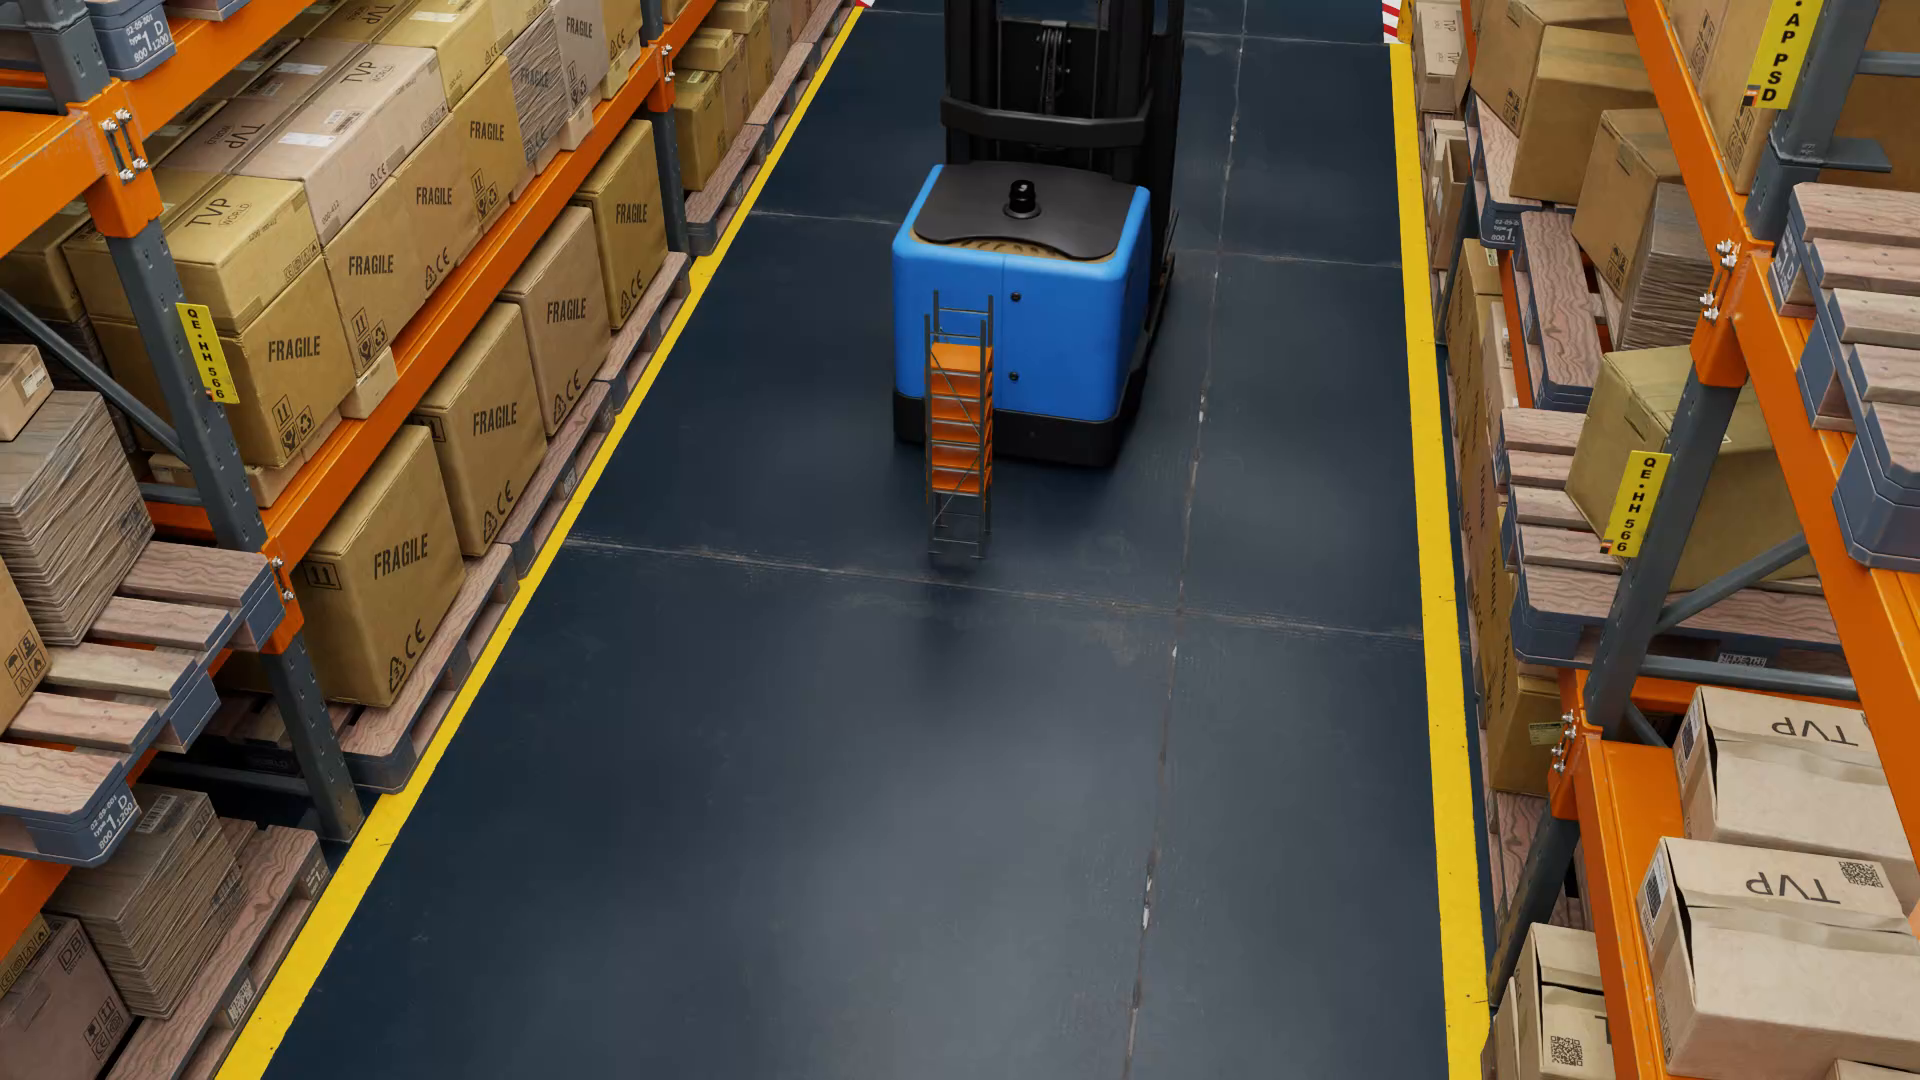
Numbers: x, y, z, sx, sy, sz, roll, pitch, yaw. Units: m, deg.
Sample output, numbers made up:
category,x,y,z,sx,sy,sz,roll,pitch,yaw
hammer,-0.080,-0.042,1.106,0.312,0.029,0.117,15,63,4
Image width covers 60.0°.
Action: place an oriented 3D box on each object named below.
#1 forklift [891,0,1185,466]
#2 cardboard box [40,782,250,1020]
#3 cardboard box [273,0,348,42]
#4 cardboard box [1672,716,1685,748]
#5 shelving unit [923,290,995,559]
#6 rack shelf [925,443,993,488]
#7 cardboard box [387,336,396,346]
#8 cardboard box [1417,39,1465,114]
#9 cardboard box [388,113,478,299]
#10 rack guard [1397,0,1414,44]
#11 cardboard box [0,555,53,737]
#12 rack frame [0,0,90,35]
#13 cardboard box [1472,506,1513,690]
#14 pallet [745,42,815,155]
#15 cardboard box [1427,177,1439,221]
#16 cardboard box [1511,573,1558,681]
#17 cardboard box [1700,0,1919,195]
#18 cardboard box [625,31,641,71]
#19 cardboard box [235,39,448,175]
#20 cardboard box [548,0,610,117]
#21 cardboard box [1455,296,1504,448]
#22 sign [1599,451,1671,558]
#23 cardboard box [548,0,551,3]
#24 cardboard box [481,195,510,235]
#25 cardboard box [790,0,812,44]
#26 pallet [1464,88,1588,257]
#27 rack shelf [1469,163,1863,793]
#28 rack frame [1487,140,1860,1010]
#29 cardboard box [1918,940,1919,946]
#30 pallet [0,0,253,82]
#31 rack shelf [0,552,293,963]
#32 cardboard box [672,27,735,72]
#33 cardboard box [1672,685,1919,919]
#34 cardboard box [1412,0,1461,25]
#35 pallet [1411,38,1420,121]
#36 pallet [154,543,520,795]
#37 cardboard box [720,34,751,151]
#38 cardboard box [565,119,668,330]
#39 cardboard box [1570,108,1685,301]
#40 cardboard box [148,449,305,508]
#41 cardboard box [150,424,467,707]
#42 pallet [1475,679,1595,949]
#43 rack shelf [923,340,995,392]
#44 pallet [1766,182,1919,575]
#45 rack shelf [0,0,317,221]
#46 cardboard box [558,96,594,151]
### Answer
category,x,y,z,sx,sy,sz,roll,pitch,yaw
forklift,0.528,-2.410,7.865,1.130,2.935,3.031,9,40,10
cardboard box,-2.729,1.091,5.193,0.700,0.500,0.500,7,40,8
cardboard box,-2.560,-1.890,6.265,0.500,0.250,0.500,6,40,7
cardboard box,2.584,0.923,5.396,0.500,0.500,0.500,8,40,10
shelving unit,-0.002,-0.453,6.857,0.258,1.200,0.189,6,40,8
rack shelf,-0.002,-0.327,6.961,0.258,0.103,0.180,6,40,8
cardboard box,-2.267,-0.739,5.971,0.380,0.149,0.250,6,40,7
cardboard box,3.062,-2.810,10.107,0.500,0.250,0.500,6,40,8
cardboard box,-2.133,-1.237,6.065,0.500,0.500,0.500,6,40,7
rack guard,3.595,-3.626,11.244,1.175,0.500,0.348,6,40,8
cardboard box,-2.797,0.281,4.132,0.700,0.500,0.500,3,40,3
rack frame,-2.656,-2.473,3.179,1.000,3.000,0.127,6,40,8
cardboard box,2.244,0.239,6.223,0.500,0.500,0.500,5,40,6
pallet,-1.546,-2.833,10.511,1.003,0.211,1.213,6,40,8
cardboard box,2.741,-1.829,9.000,0.380,0.149,0.250,6,40,8
cardboard box,2.160,0.239,5.634,0.500,0.250,0.500,8,40,9
cardboard box,2.266,-1.089,3.781,0.910,0.500,0.500,6,40,8
cardboard box,-1.743,-2.339,7.906,0.380,0.149,0.250,7,40,8
cardboard box,-2.148,-1.519,5.817,0.500,0.250,0.500,7,40,8
cardboard box,-1.874,-2.193,7.221,0.500,0.500,0.500,7,40,8
cardboard box,2.511,-0.721,7.384,0.500,0.500,0.500,7,40,8
sign,1.688,-0.086,4.154,0.100,0.325,0.005,6,40,8
cardboard box,-1.890,-2.480,6.979,0.500,0.250,0.500,7,40,9
cardboard box,-2.063,-1.381,6.747,0.380,0.149,0.250,8,40,9
cardboard box,-1.380,-3.616,10.901,0.700,0.500,0.500,6,40,8
pallet,2.670,-1.564,6.938,1.003,0.211,1.213,6,40,8
rack shelf,2.570,-0.595,6.180,1.077,0.370,4.000,6,40,8
rack frame,2.224,0.383,4.433,1.000,3.000,0.127,6,40,8
cardboard box,2.340,1.075,3.793,0.380,0.149,0.250,6,40,8
pallet,-2.596,-1.654,4.691,1.213,0.211,1.003,8,40,10
rack shelf,-3.002,1.372,3.801,1.077,0.370,4.000,6,40,8
cardboard box,-1.494,-2.772,9.372,0.380,0.149,0.250,8,40,9
cardboard box,2.118,0.641,4.191,0.500,0.311,0.500,9,40,10
cardboard box,3.197,-3.483,11.001,0.380,0.149,0.250,6,40,8
pallet,3.458,-3.015,10.731,1.003,0.211,1.213,6,40,8
pallet,-2.445,0.427,6.567,1.003,0.211,1.213,6,40,8
cardboard box,-1.643,-2.642,9.724,0.700,0.500,0.500,6,40,7
cardboard box,-1.948,-1.582,8.167,0.750,0.750,0.750,7,40,8
cardboard box,2.671,-1.212,5.954,0.700,0.500,0.500,-3,40,-4
cardboard box,-2.371,-0.253,5.383,0.380,0.149,0.250,6,40,7
cardboard box,-2.399,0.059,6.182,0.750,0.750,0.750,6,40,7
pallet,2.390,0.993,5.883,1.003,0.211,1.213,6,40,8
rack shelf,-0.002,-0.697,6.656,0.258,0.103,0.180,6,40,8
pallet,2.195,-0.264,3.010,1.213,0.211,1.003,8,40,10
rack shelf,-2.310,-2.295,5.882,1.077,0.370,4.000,6,40,8
cardboard box,-1.841,-1.848,7.312,0.380,0.149,0.250,6,40,8
